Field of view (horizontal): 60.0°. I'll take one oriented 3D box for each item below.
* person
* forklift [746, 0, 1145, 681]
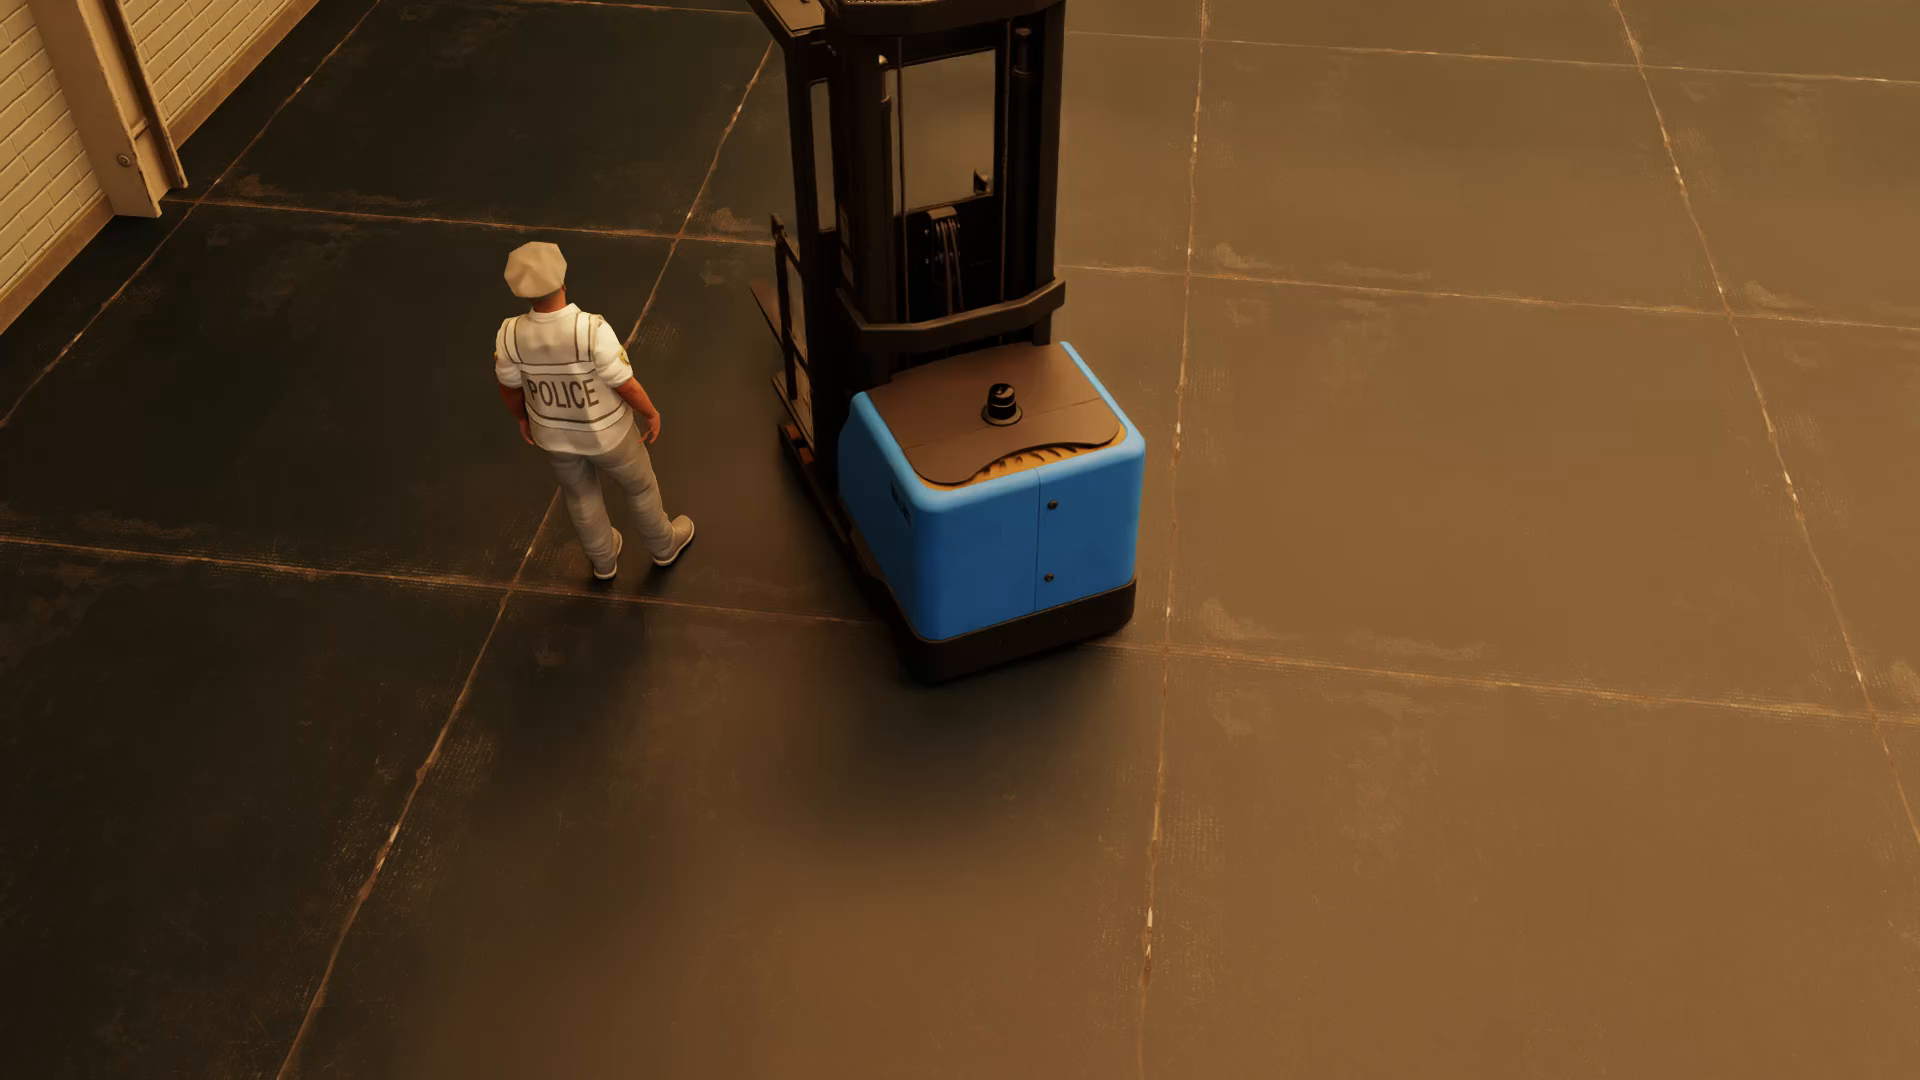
[{"bbox_3d":[-1.597,-0.561,7.173,0.640,1.781,0.575,3,43,3],"label":"person"},{"bbox_3d":[-0.260,-1.480,7.335,1.130,2.935,3.031,-16,45,-16],"label":"forklift"}]
